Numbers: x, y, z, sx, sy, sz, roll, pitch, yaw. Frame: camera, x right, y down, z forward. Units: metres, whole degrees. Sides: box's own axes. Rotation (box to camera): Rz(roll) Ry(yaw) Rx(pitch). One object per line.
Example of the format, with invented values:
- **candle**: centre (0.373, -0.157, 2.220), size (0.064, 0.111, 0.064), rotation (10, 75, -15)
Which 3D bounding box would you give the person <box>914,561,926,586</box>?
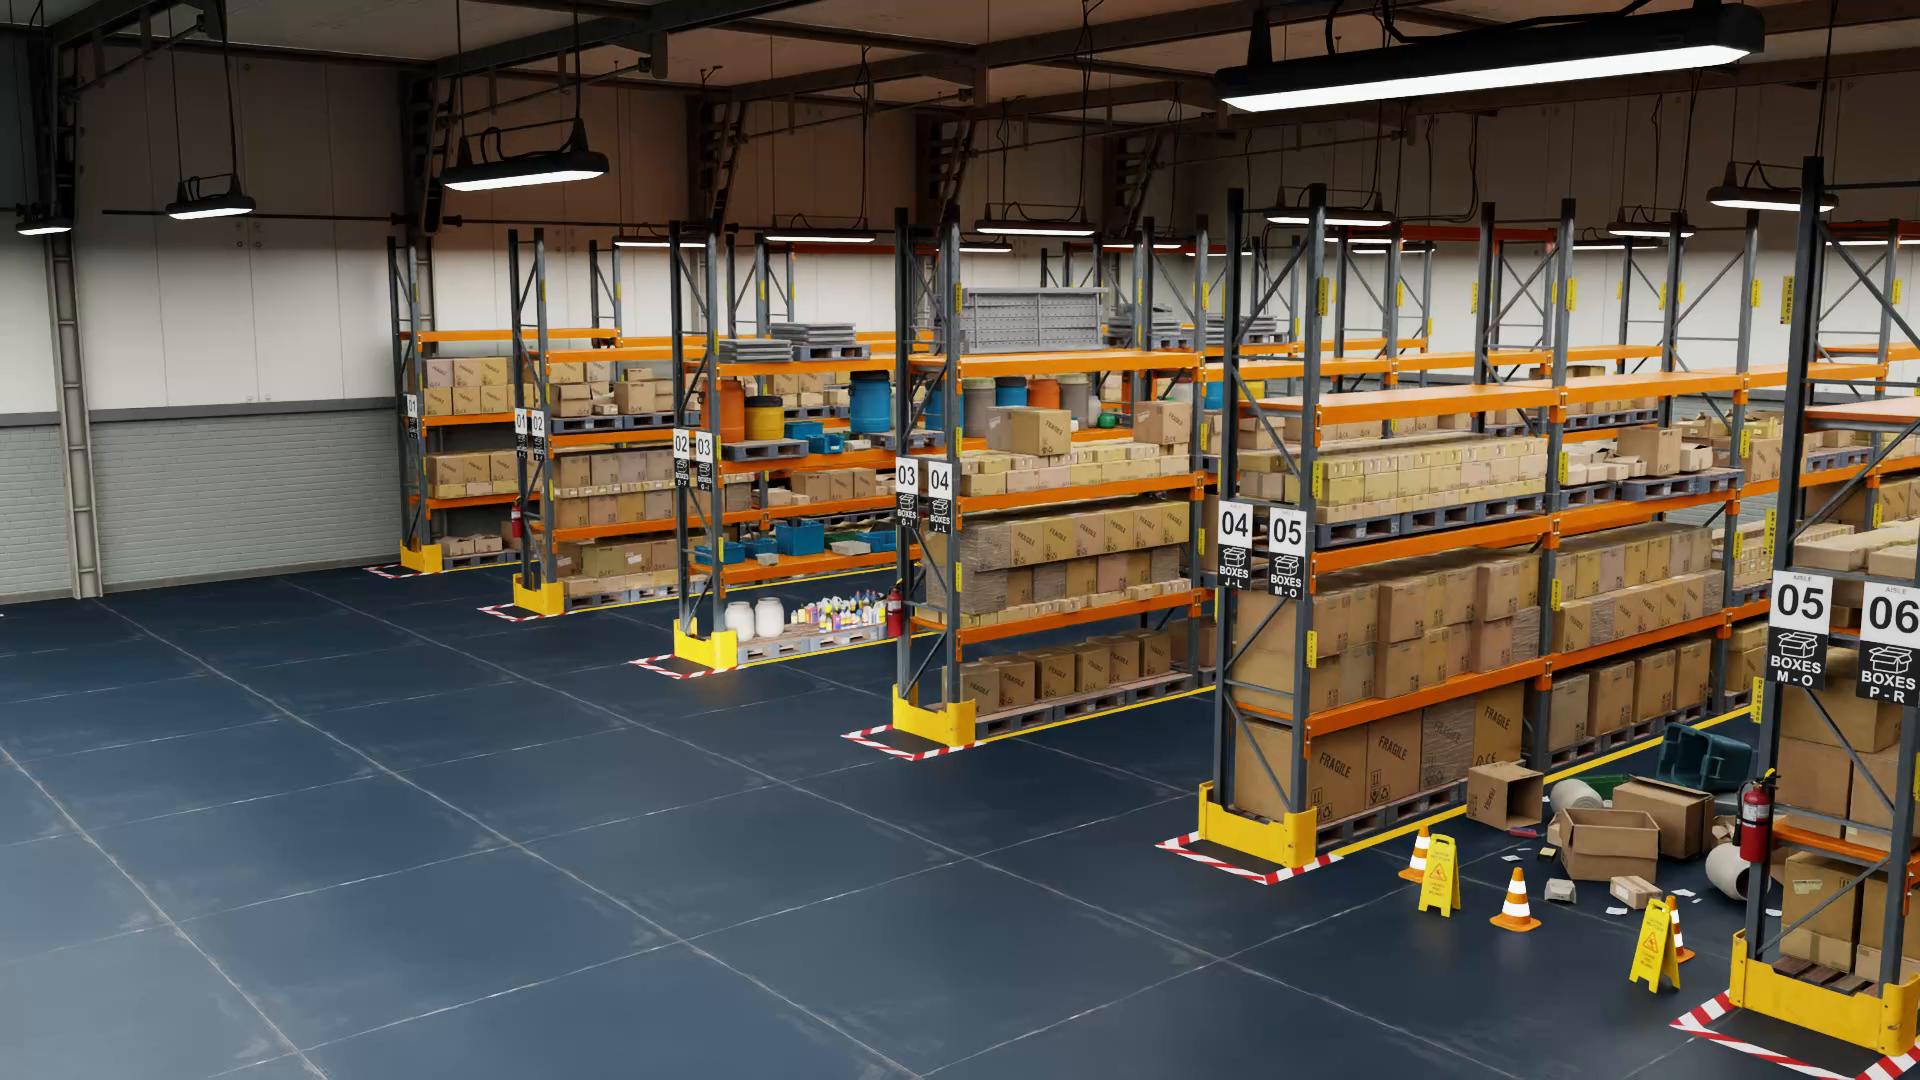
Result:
- **person**: centre (-0.426, -0.052, 26.686), size (0.861, 1.646, 0.474), rotation (6, 11, 35)
